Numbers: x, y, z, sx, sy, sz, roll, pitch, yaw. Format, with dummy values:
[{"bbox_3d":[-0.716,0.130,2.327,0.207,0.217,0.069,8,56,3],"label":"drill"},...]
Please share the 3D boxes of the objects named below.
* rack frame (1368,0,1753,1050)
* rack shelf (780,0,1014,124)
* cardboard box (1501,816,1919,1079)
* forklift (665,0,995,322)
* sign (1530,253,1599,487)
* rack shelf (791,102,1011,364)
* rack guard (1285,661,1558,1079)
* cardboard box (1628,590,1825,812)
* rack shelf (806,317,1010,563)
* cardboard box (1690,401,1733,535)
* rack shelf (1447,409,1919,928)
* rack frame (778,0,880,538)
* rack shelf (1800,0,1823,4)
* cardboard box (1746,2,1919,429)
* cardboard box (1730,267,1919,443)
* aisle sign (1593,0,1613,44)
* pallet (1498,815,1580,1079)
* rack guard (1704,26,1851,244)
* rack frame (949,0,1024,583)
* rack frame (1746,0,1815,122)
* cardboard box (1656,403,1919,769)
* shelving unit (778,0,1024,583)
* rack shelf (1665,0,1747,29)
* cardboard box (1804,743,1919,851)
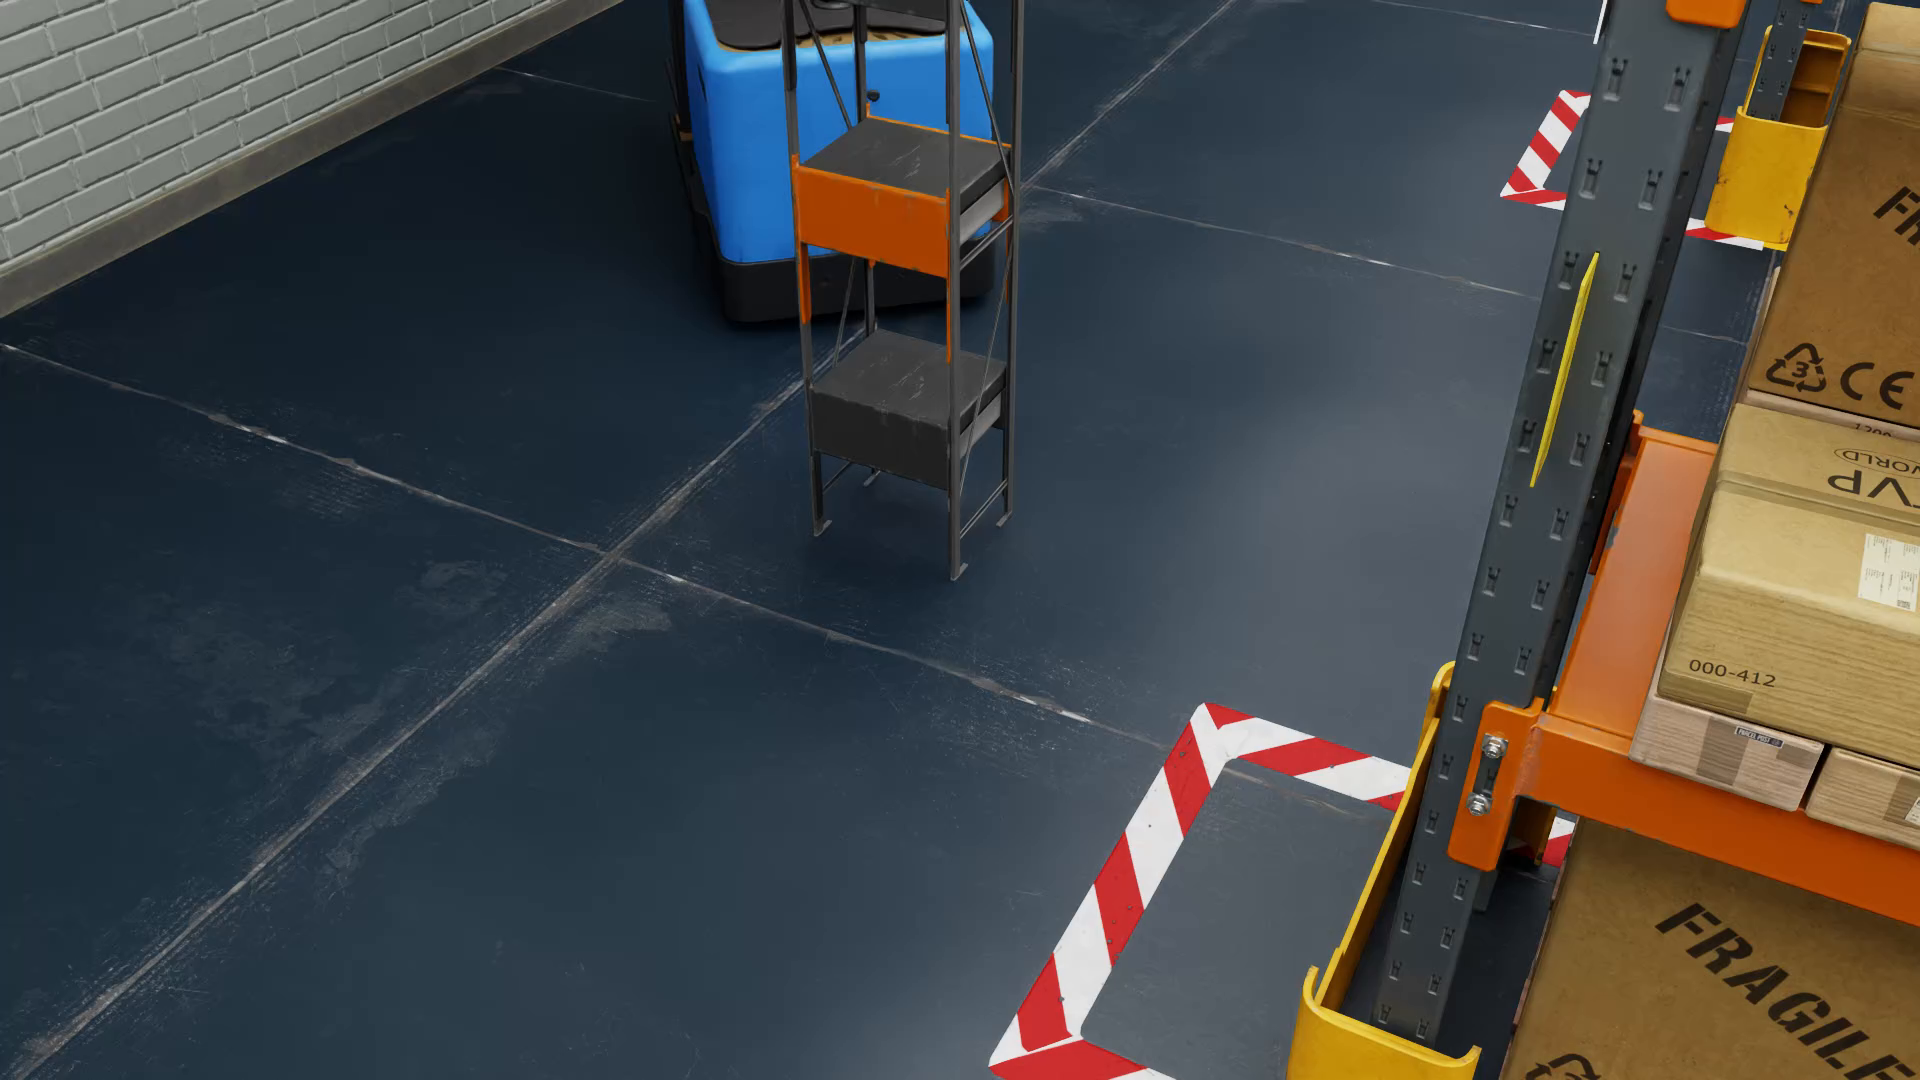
[{"bbox_3d":[1.092,-0.149,2.966,0.127,3.000,1.000,17,41,21],"label":"rack frame"},{"bbox_3d":[-0.147,-1.429,4.261,0.480,0.518,0.431,17,41,21],"label":"rack shelf"},{"bbox_3d":[1.697,0.665,3.303,0.875,0.875,0.875,17,41,21],"label":"cardboard box"},{"bbox_3d":[-0.704,-2.872,6.609,1.130,2.935,3.031,-8,38,-11],"label":"forklift"},{"bbox_3d":[0.831,-0.229,2.290,0.005,0.325,0.100,17,41,21],"label":"sign"},{"bbox_3d":[-0.147,-0.872,4.684,0.480,0.518,0.431,17,41,21],"label":"rack shelf"},{"bbox_3d":[1.070,0.840,3.730,0.348,0.500,1.175,17,41,21],"label":"rack guard"},{"bbox_3d":[1.255,0.227,2.678,0.250,0.149,0.380,18,41,22],"label":"cardboard box"},{"bbox_3d":[-0.147,-0.314,5.107,0.480,0.518,0.431,17,41,21],"label":"rack shelf"},{"bbox_3d":[1.559,-0.127,3.144,0.250,0.149,0.380,18,41,22],"label":"cardboard box"},{"bbox_3d":[2.868,0.693,2.451,4.000,0.370,1.077,17,41,21],"label":"rack shelf"},{"bbox_3d":[-0.364,-0.950,4.765,0.015,2.100,0.400,17,41,21],"label":"rack frame"},{"bbox_3d":[5.238,-1.941,5.922,4.000,0.370,1.077,17,41,21],"label":"rack shelf"},{"bbox_3d":[1.645,-0.512,2.702,0.500,0.500,0.500,18,41,22],"label":"cardboard box"},{"bbox_3d":[1.644,-0.216,2.931,0.500,0.250,0.500,17,40,21],"label":"cardboard box"},{"bbox_3d":[0.890,-1.044,1.994,0.004,0.787,0.394,17,41,21],"label":"aisle sign"},{"bbox_3d":[1.838,1.142,3.571,1.213,0.211,1.003,17,41,21],"label":"pallet"},{"bbox_3d":[3.530,-1.767,7.165,0.348,0.500,1.175,17,41,21],"label":"rack guard"},{"bbox_3d":[0.070,-0.815,4.586,0.015,2.100,0.400,17,41,21],"label":"rack frame"},{"bbox_3d":[3.462,-2.784,6.437,0.127,3.000,1.000,17,41,21],"label":"rack frame"},{"bbox_3d":[1.394,0.070,2.554,0.500,0.250,0.500,16,40,20],"label":"cardboard box"},{"bbox_3d":[-0.147,-0.882,4.676,0.503,2.100,0.431,17,41,21],"label":"shelving unit"},{"bbox_3d":[2.868,-0.501,1.544,4.000,0.370,1.077,17,41,21],"label":"rack shelf"},{"bbox_3d":[1.484,0.297,2.585,0.250,0.149,0.380,17,40,21],"label":"cardboard box"}]
